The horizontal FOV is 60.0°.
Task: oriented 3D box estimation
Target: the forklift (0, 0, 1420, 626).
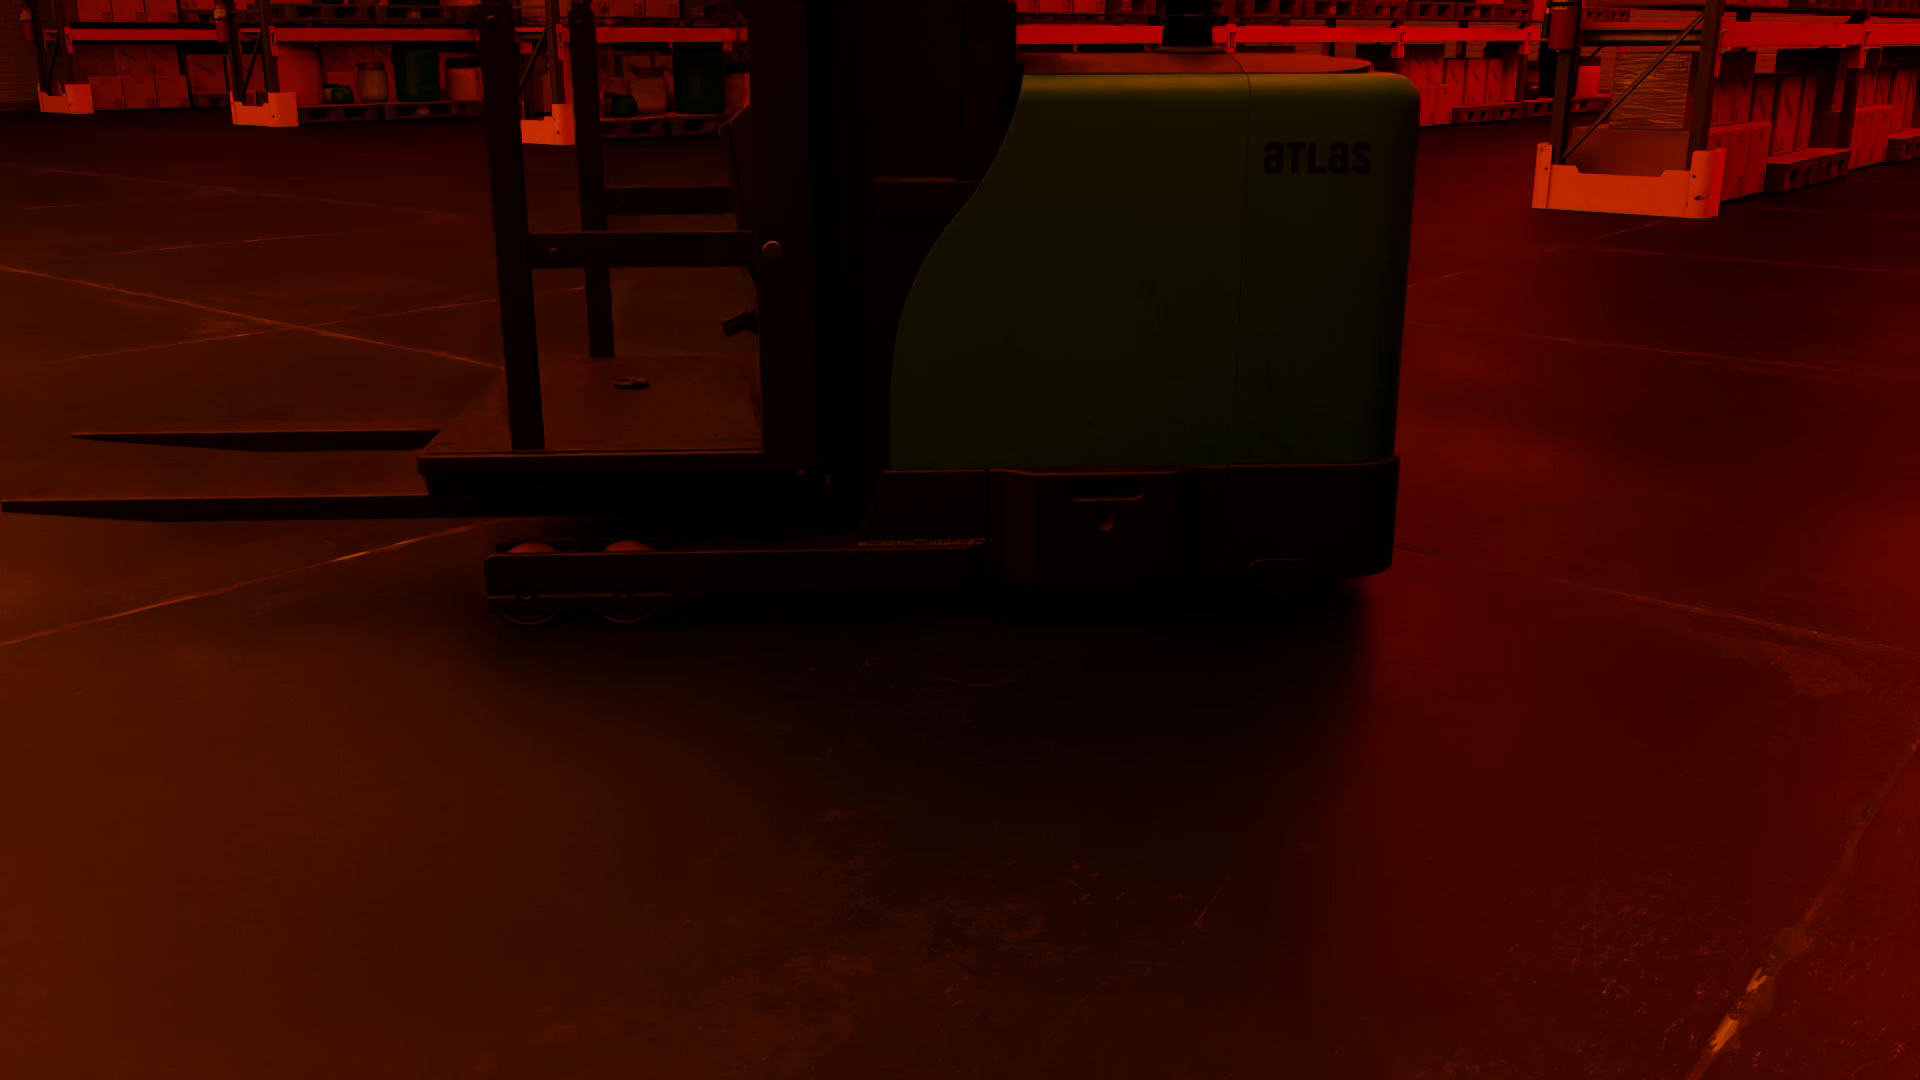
[{"bbox_3d":[-0.620,-1.387,3.465,3.031,2.935,1.130,-1,17,-3],"label":"forklift"}]
